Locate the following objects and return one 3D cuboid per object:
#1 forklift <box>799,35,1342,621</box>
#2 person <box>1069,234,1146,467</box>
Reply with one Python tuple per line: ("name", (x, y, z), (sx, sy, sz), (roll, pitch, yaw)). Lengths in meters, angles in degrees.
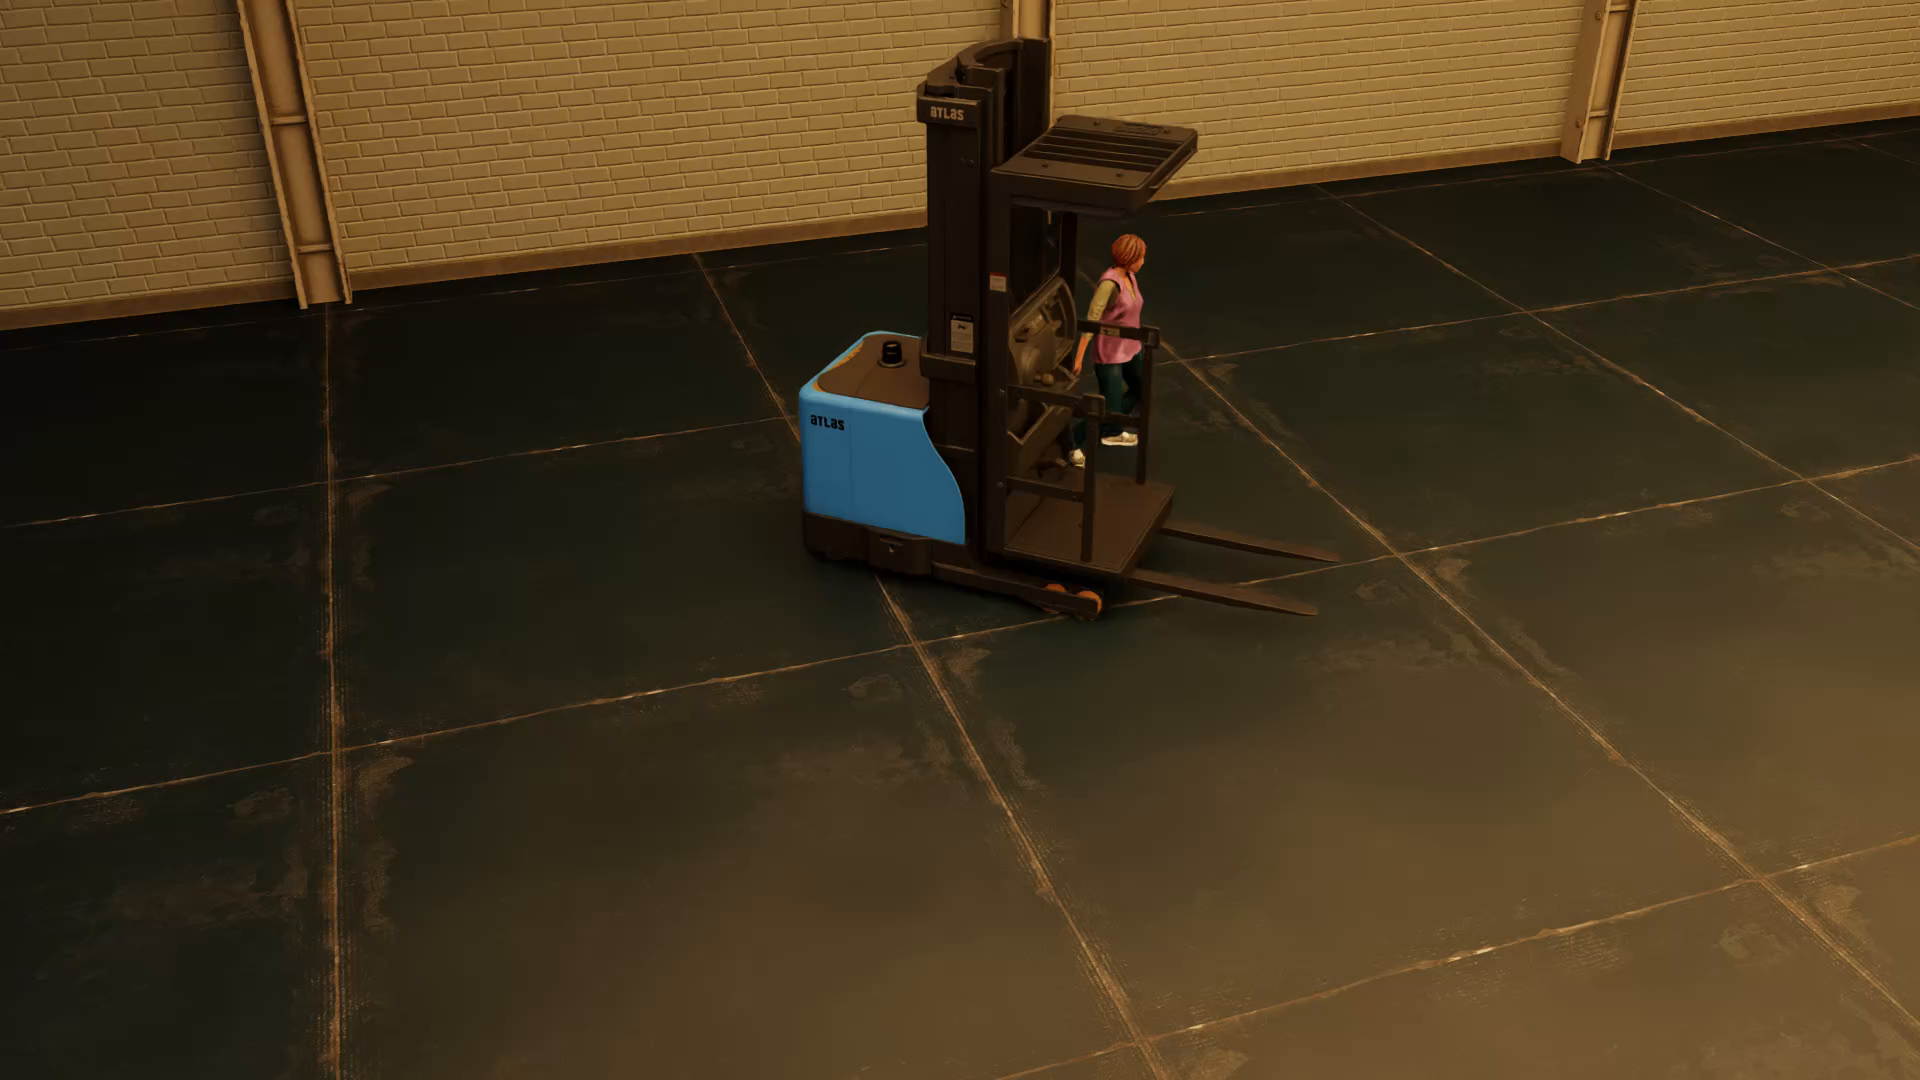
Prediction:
("forklift", (0.639, -1.121, 9.036), (3.031, 2.935, 1.130), (12, 32, 20))
("person", (0.905, -1.195, 10.590), (0.441, 1.524, 0.744), (17, 34, 27))
